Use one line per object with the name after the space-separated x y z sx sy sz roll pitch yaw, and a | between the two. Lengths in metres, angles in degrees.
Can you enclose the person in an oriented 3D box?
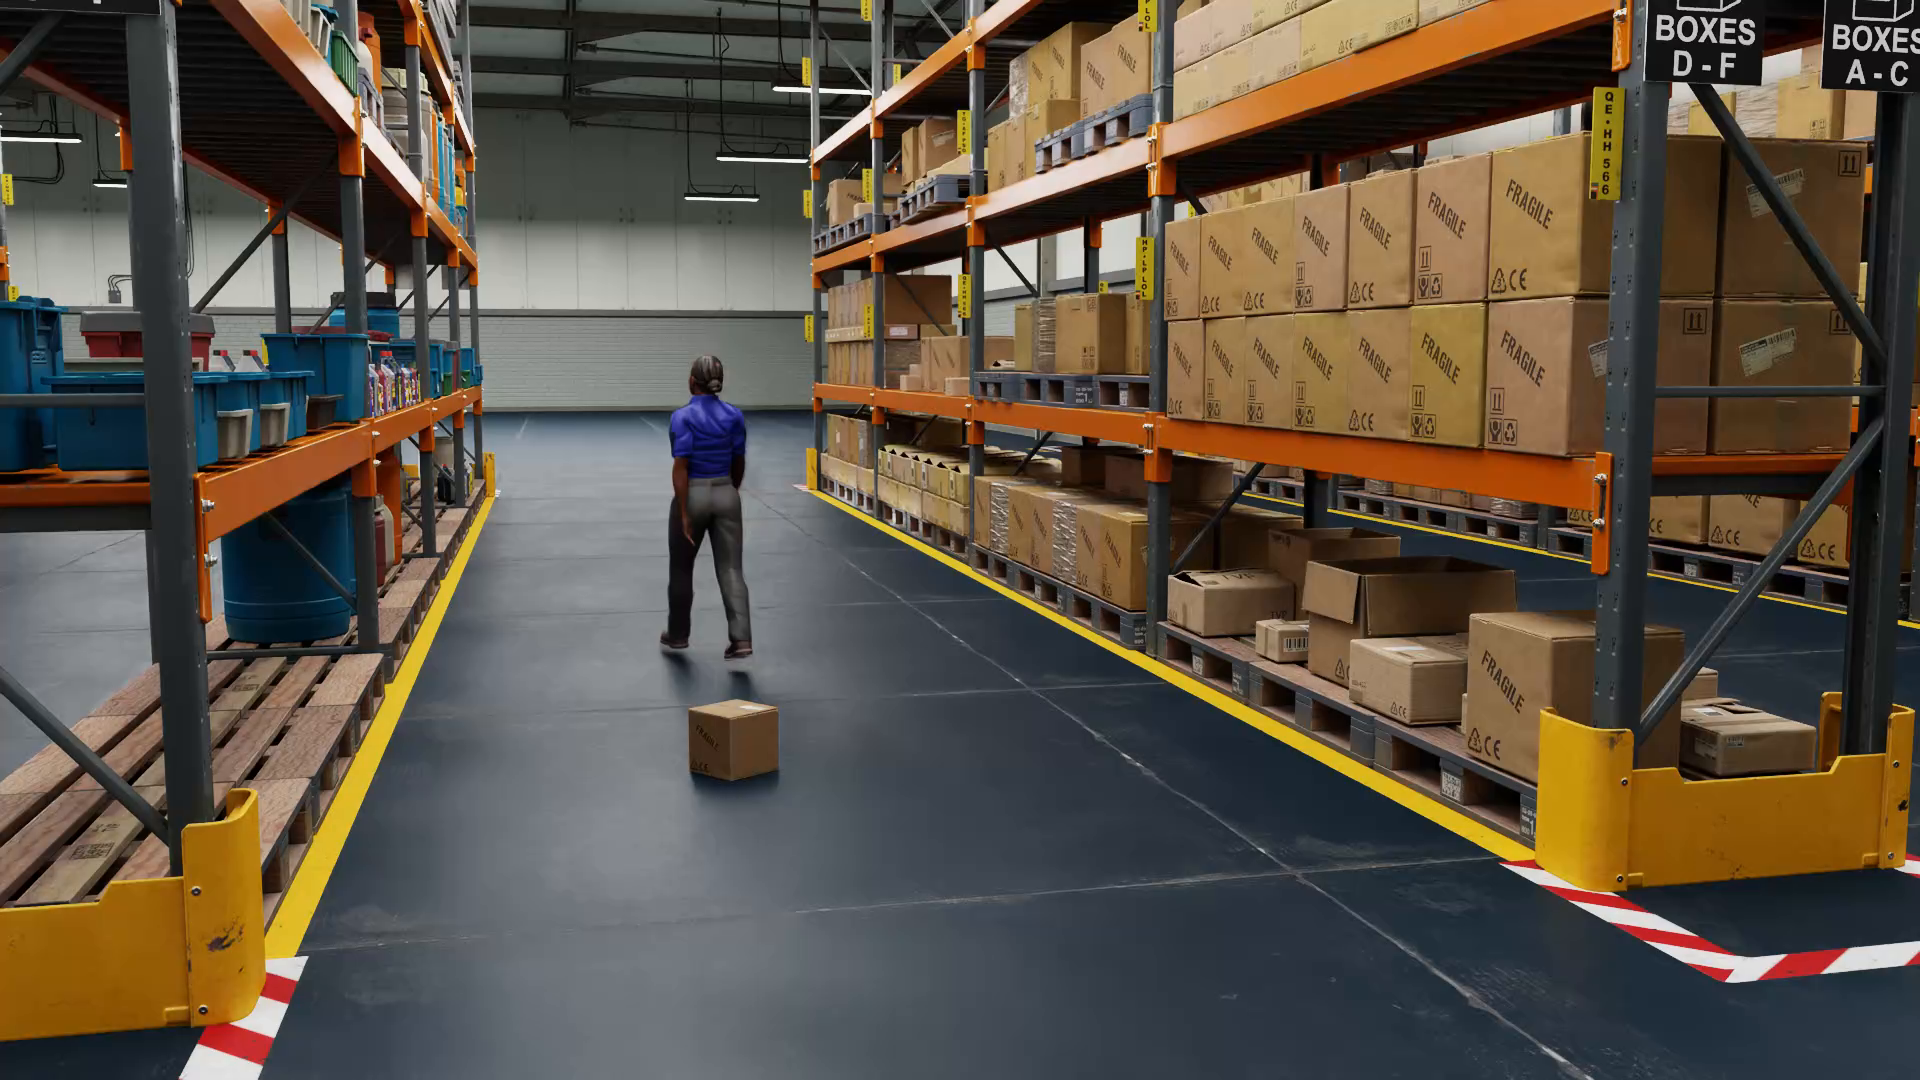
-1.349 -0.183 8.842 0.442 1.594 0.990 -3 7 -23 | person
